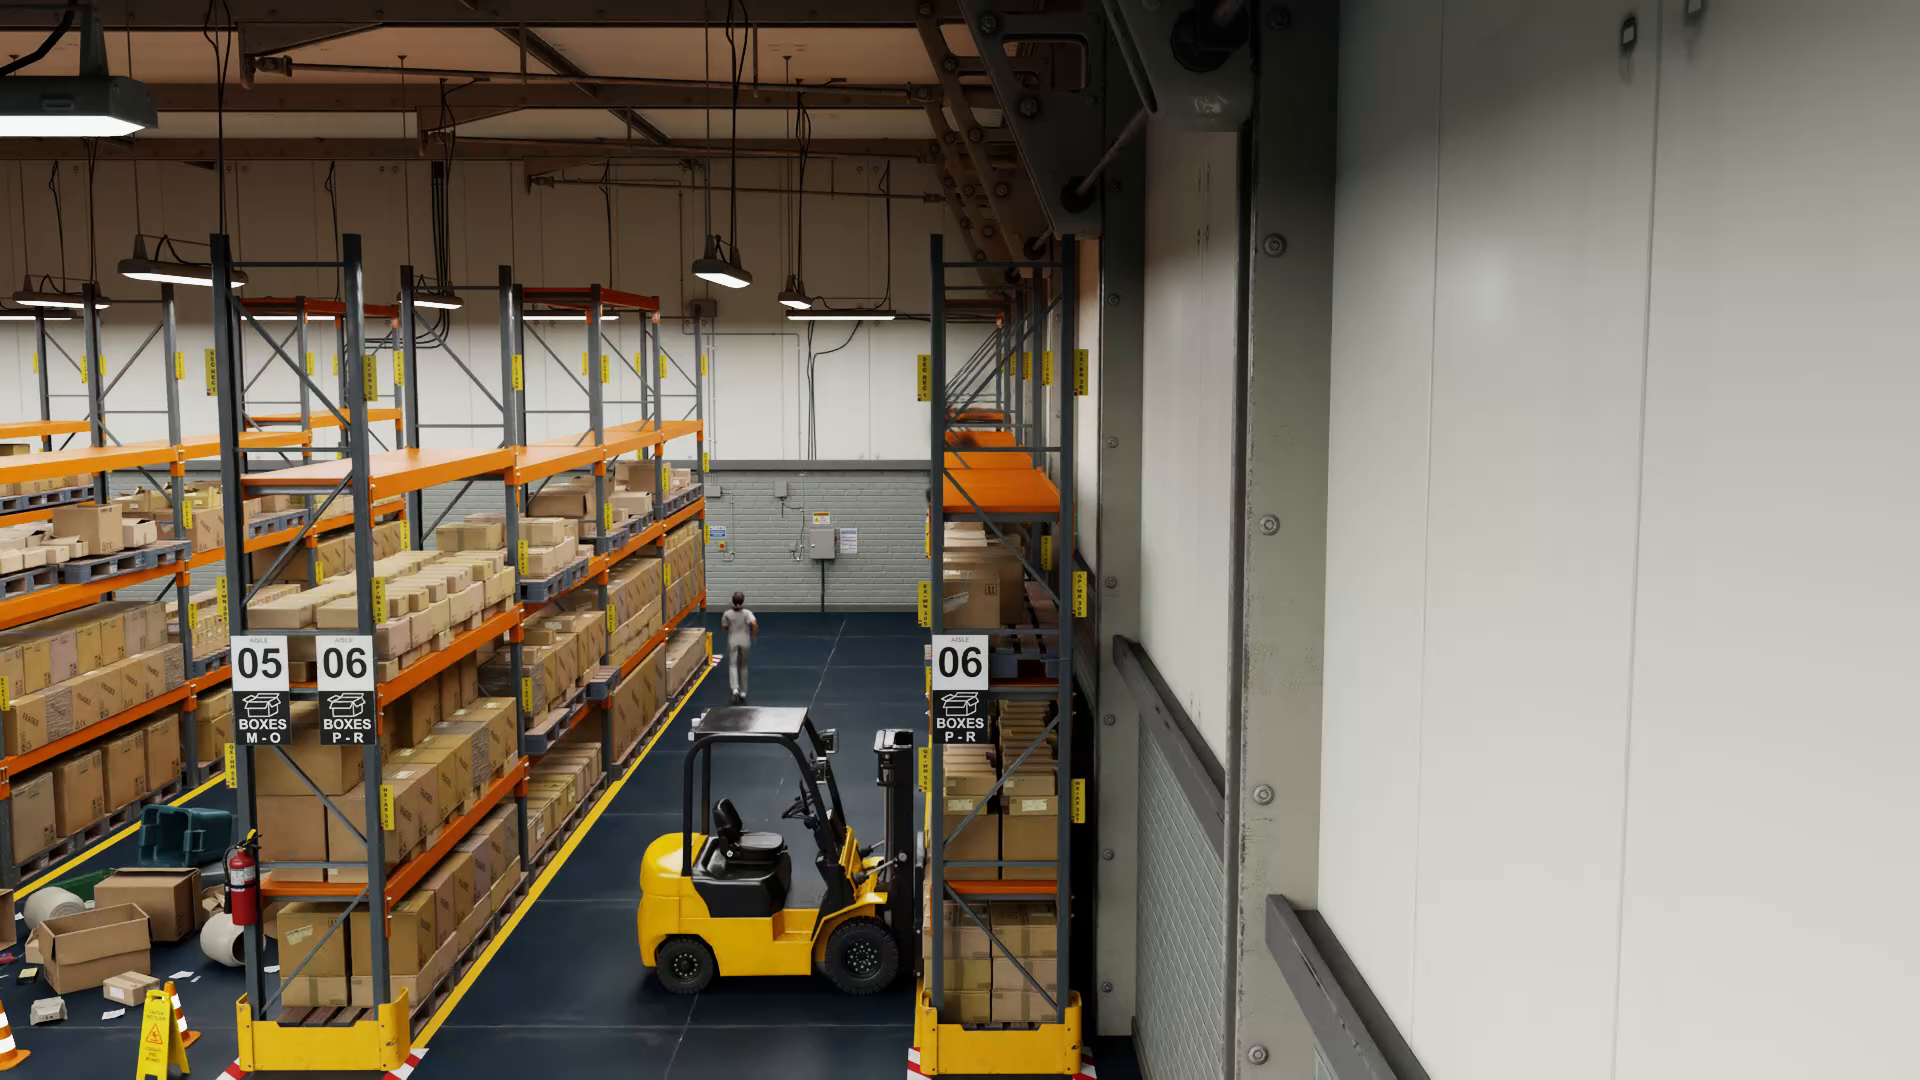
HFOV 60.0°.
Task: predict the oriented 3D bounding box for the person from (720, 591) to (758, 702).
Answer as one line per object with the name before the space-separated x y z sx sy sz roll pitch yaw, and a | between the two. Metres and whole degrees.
person | -3.284 1.586 24.725 0.564 1.649 0.969 -1 6 -8
